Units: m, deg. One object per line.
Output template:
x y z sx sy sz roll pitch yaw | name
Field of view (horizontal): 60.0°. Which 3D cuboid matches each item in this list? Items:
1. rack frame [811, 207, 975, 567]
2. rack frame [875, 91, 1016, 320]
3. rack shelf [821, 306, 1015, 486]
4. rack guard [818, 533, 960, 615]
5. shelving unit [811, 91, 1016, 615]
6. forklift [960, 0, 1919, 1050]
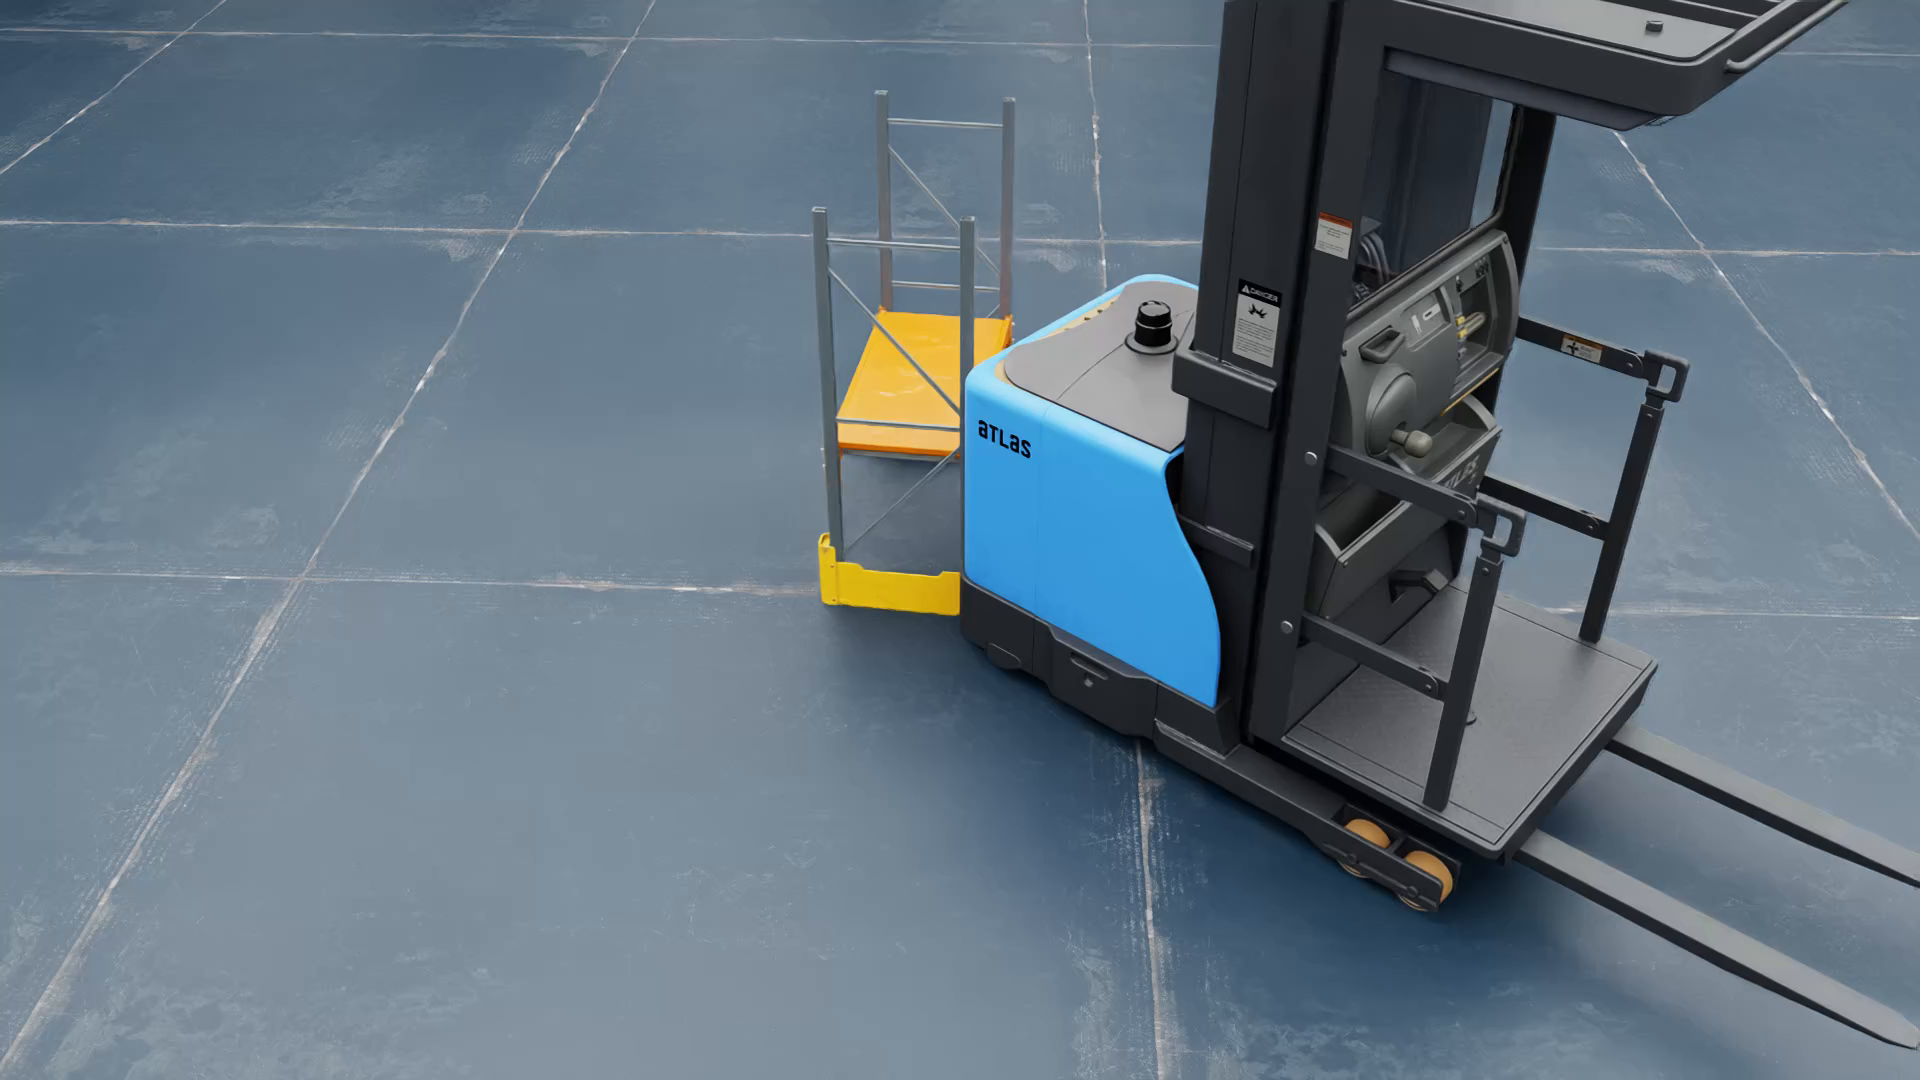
-0.204 -0.377 5.482 0.500 1.500 0.032 5 35 7 | rack frame
-0.053 -0.955 6.304 0.500 1.500 0.032 5 35 7 | rack frame
-0.128 -0.519 5.996 0.538 0.185 1.000 5 35 7 | rack shelf
-0.201 0.124 5.857 0.587 0.250 0.087 5 35 7 | rack guard
-0.127 -0.671 5.900 0.587 1.500 1.083 5 35 7 | shelving unit
1.437 -0.487 4.393 3.031 2.935 1.130 27 43 33 | forklift
